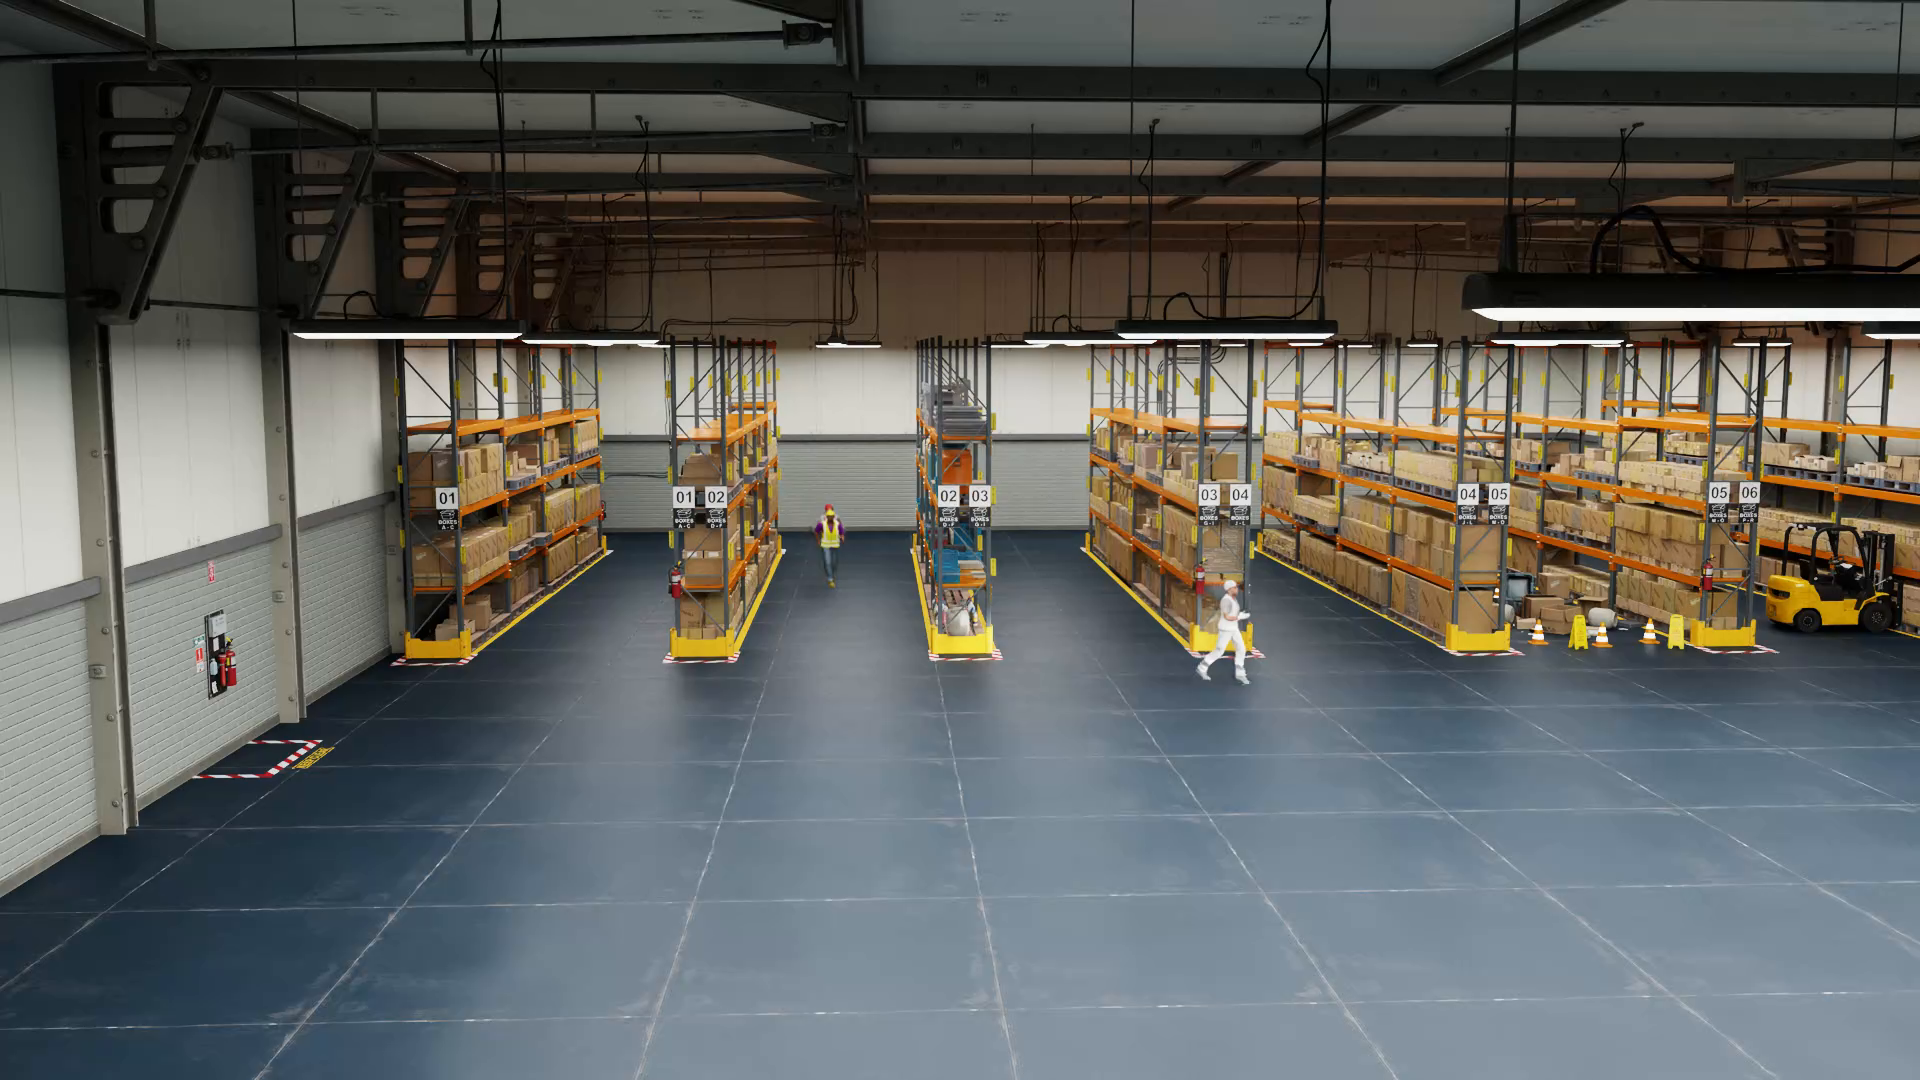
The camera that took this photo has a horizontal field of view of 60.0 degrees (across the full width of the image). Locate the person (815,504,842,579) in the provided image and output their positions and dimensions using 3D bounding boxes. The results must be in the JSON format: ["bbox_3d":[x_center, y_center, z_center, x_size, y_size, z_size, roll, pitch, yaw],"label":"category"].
[{"bbox_3d":[-3.166,0.015,40.271,0.662,1.794,0.846,-1,7,-13],"label":"person"}]

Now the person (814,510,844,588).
[{"bbox_3d":[-3.028,0.180,38.706,0.679,1.776,0.836,-2,7,-16],"label":"person"}]

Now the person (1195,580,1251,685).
[{"bbox_3d":[4.566,1.582,28.660,0.938,1.826,0.674,3,7,26],"label":"person"}]
